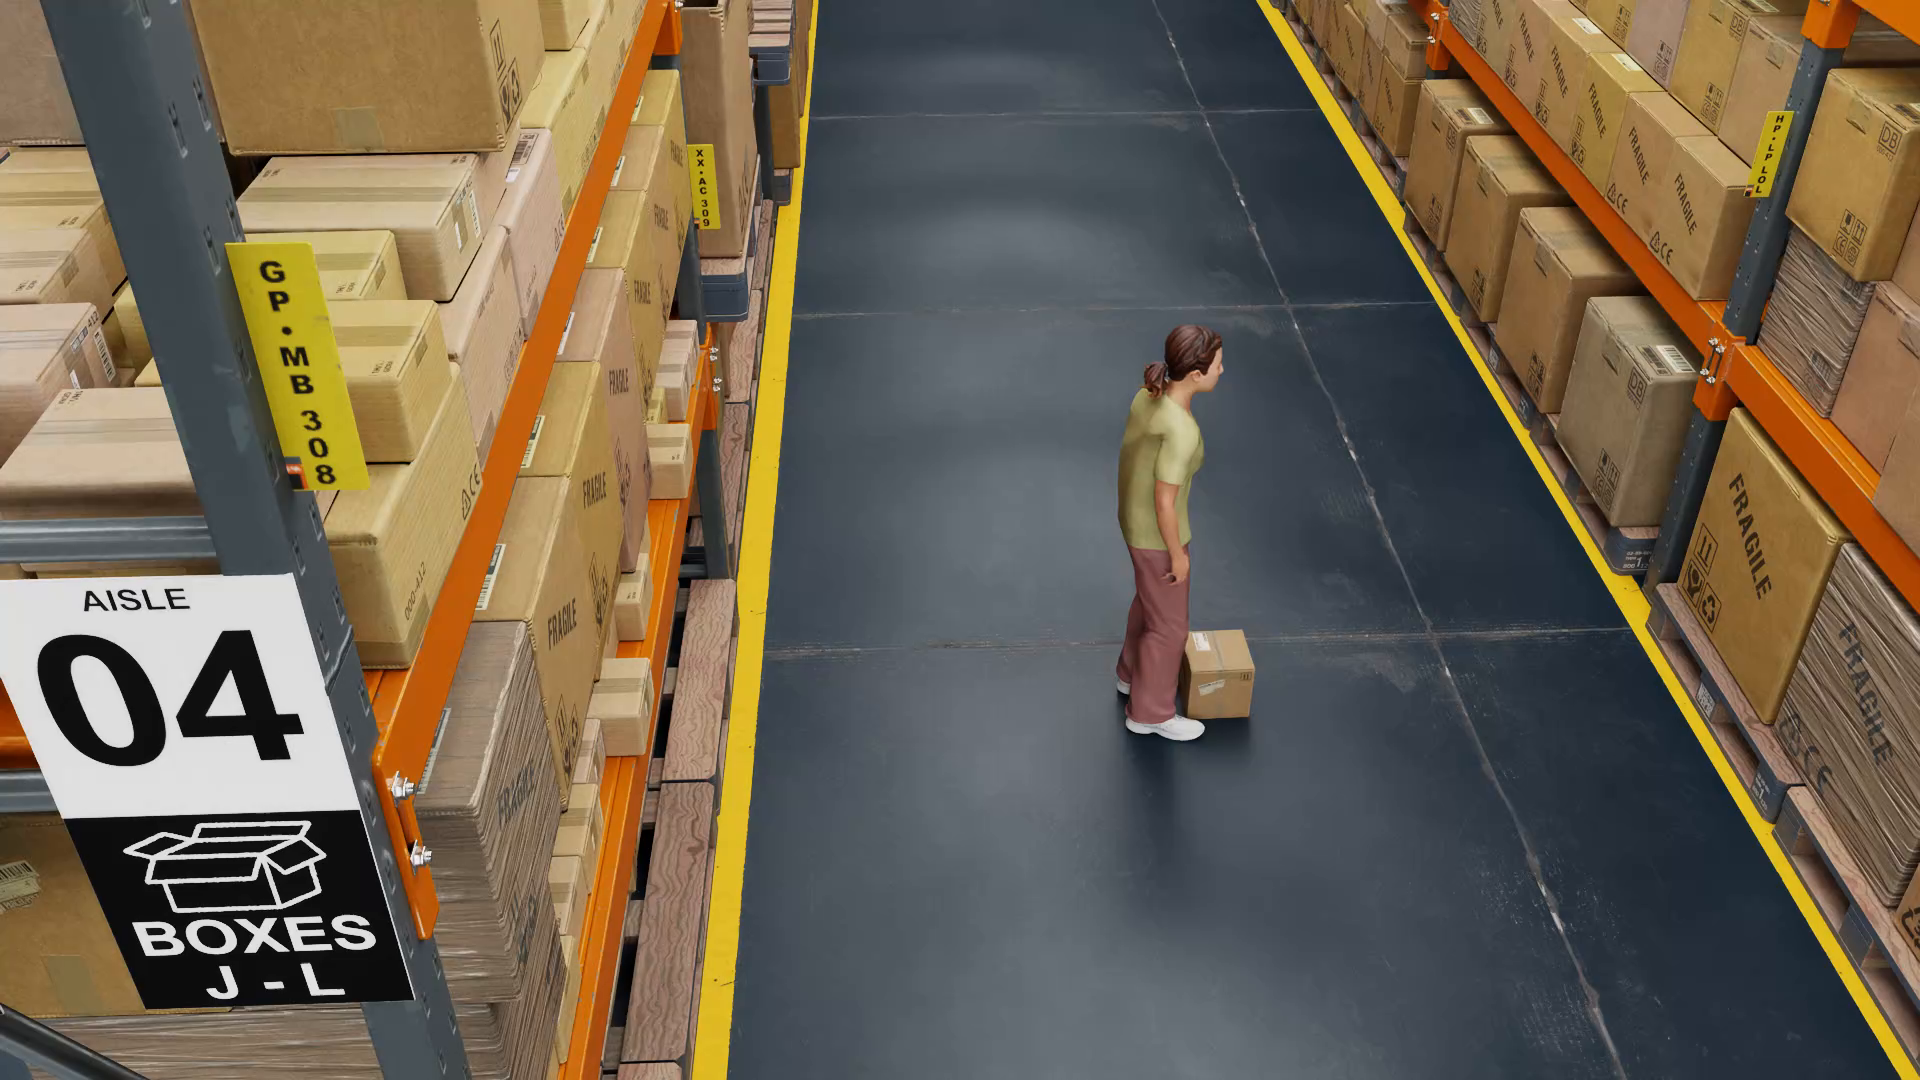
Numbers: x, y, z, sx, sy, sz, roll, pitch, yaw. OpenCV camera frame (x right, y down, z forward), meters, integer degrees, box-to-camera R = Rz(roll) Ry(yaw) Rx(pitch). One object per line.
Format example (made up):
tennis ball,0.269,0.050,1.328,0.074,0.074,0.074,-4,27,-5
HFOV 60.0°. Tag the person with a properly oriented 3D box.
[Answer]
person,0.767,-0.036,6.199,0.366,1.671,0.519,-4,36,-5
